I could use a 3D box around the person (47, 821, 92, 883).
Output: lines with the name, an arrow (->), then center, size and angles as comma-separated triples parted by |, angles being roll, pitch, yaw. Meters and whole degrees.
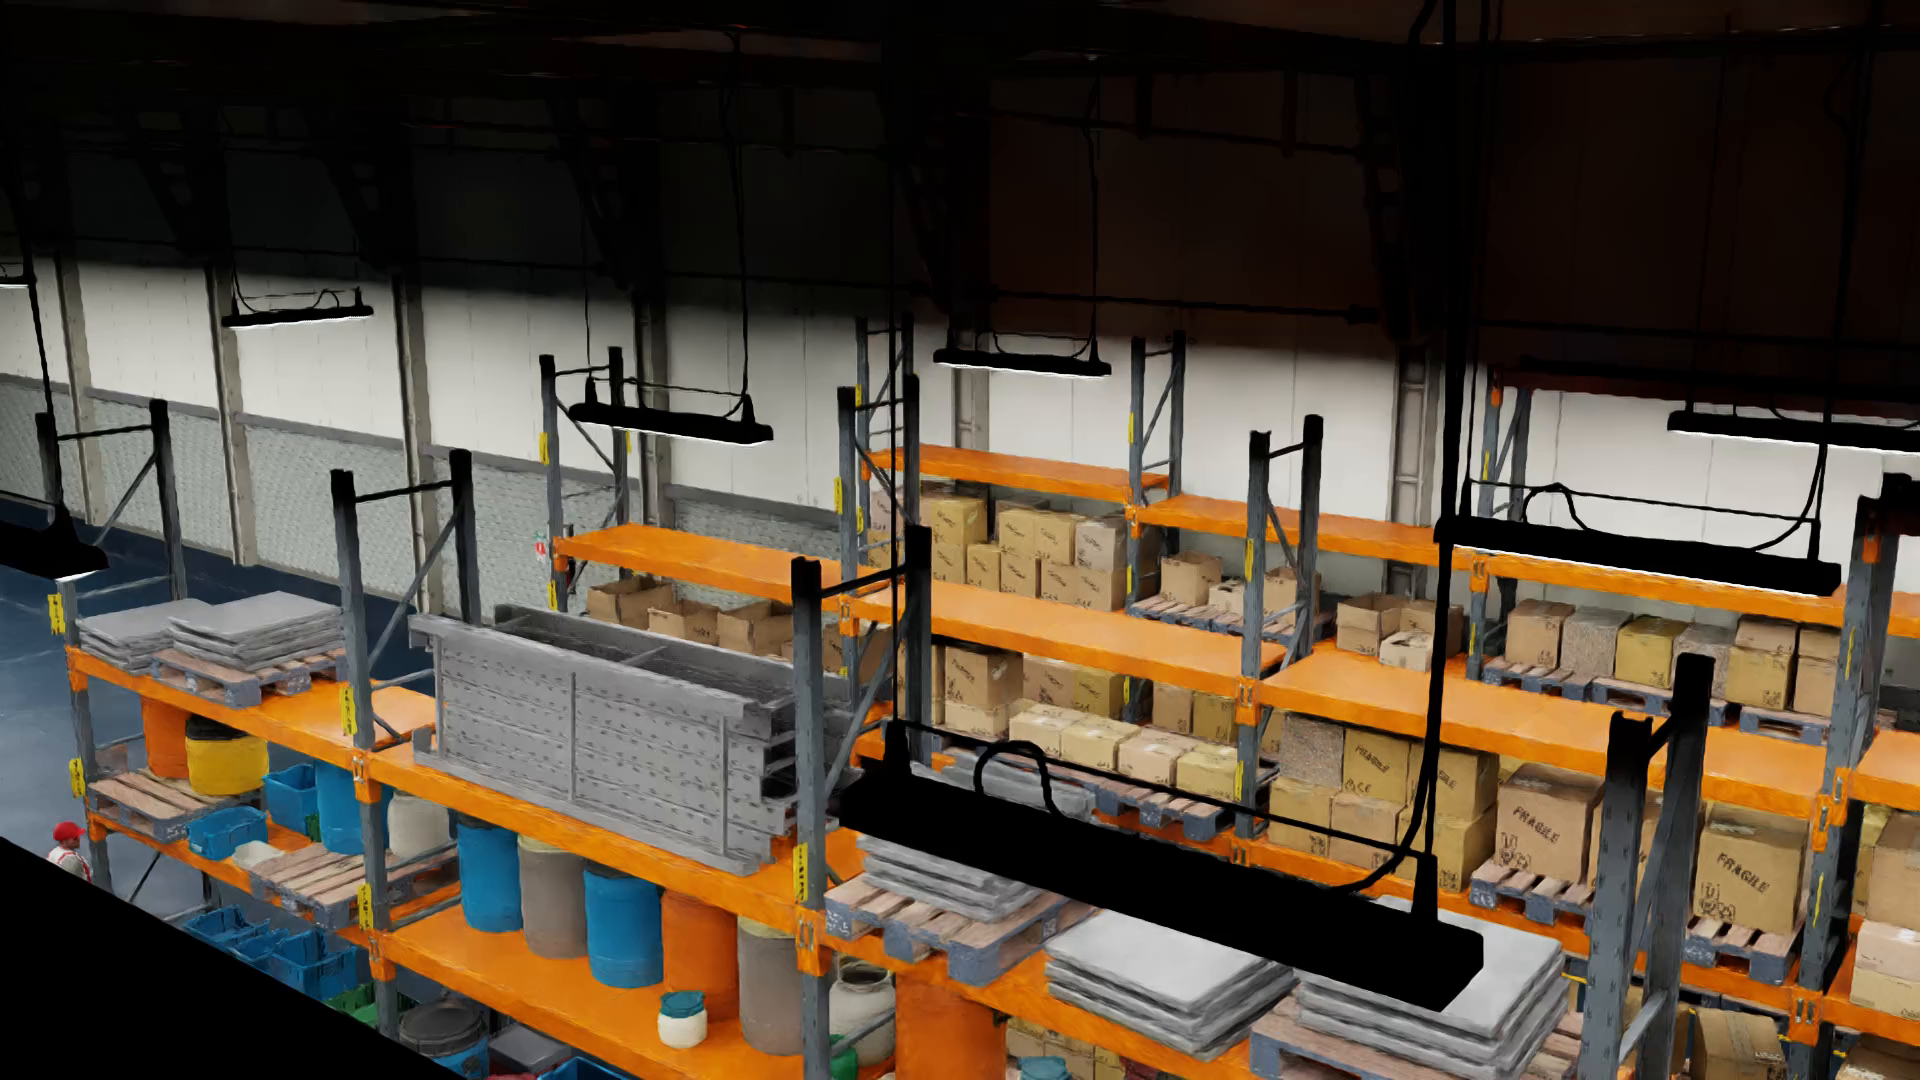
person -> -8.522, 3.538, 16.013 | 0.653, 1.789, 0.397 | 11, 17, 40
